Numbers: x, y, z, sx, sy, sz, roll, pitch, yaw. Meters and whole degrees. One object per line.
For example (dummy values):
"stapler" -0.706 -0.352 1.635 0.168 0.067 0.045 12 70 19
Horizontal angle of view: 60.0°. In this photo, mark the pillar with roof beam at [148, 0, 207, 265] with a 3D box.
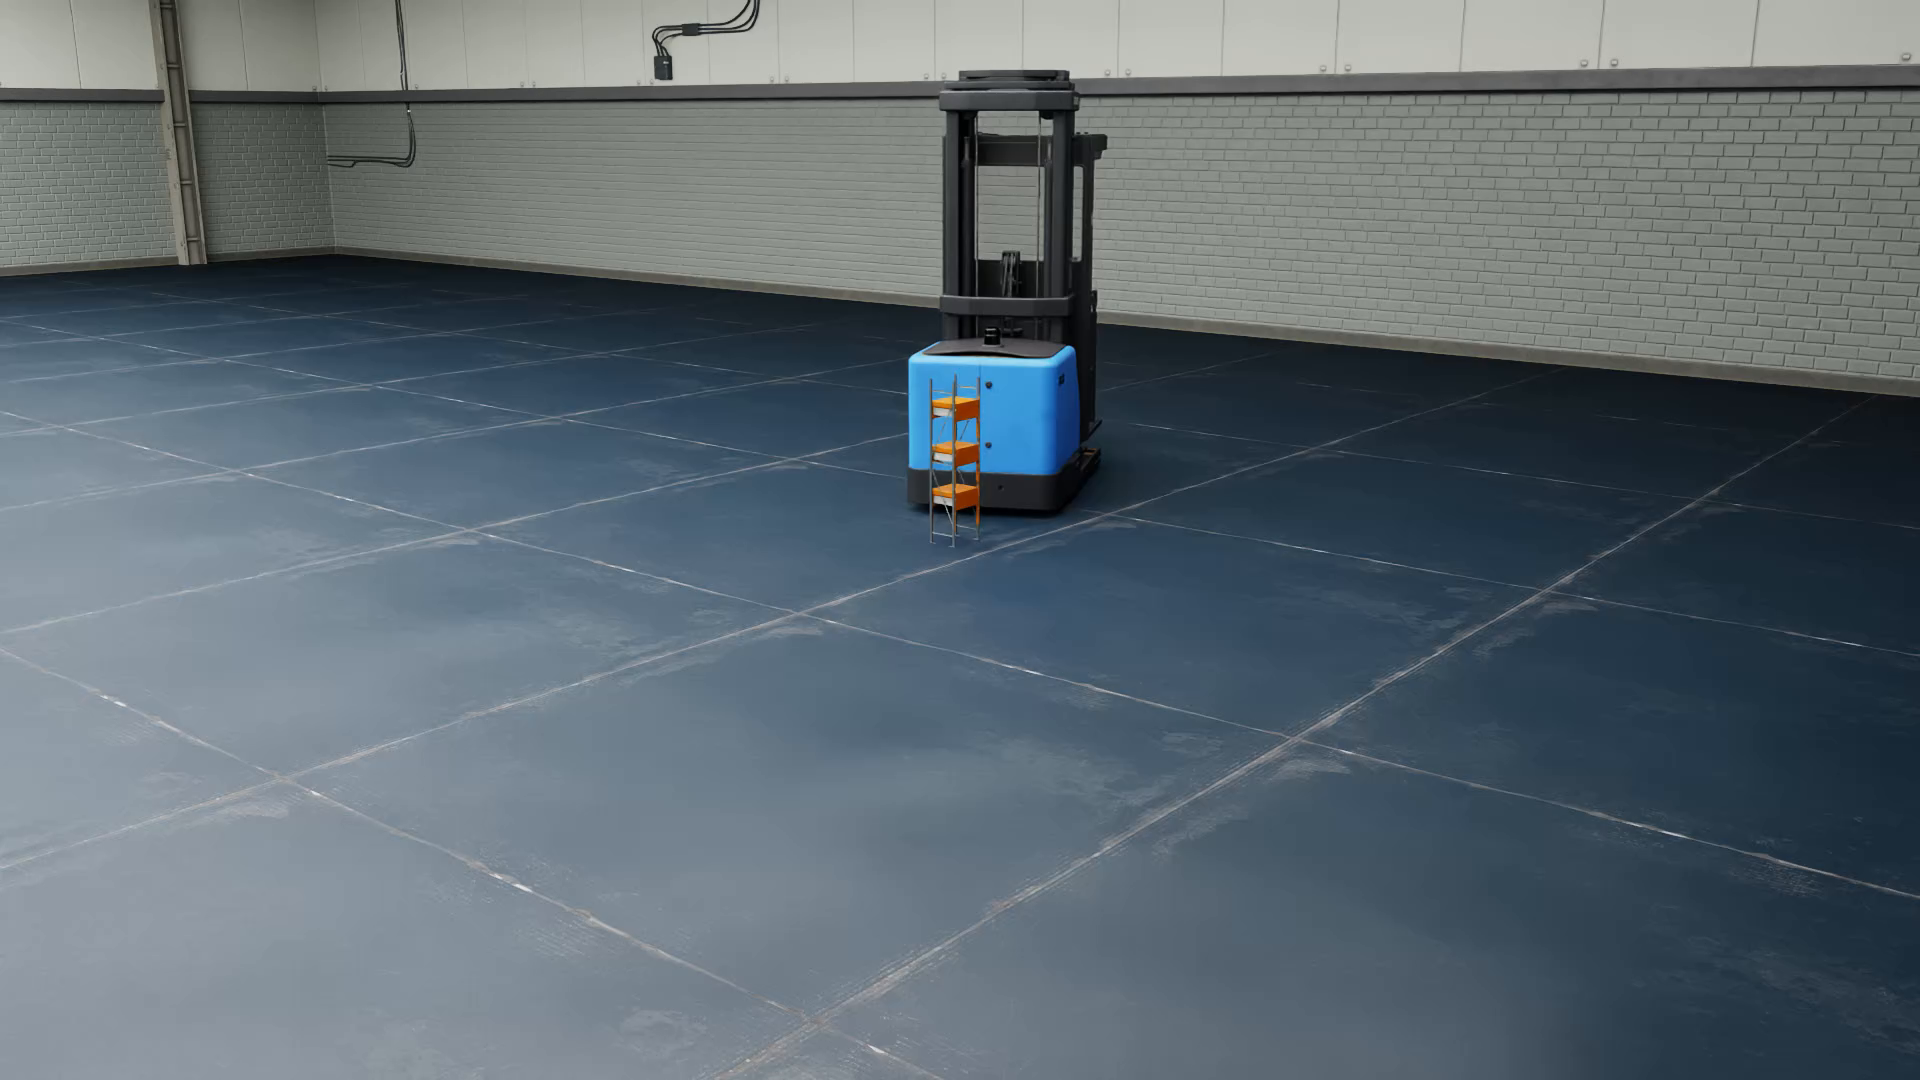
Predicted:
"pillar with roof beam" -10.791 -8.783 26.921 9.100 9.000 0.400 11 18 38

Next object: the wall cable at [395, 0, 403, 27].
"wall cable" -9.156 -10.333 29.071 3.097 2.526 0.112 11 18 38

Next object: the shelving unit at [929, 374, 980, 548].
"shelving unit" -0.034 -0.499 10.453 0.215 1.050 0.252 11 18 38

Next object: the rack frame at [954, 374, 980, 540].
"rack frame" 0.043 -0.522 10.545 0.200 1.050 0.008 11 18 38

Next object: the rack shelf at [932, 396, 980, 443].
"rack shelf" -0.034 -0.763 10.386 0.215 0.259 0.240 11 18 38

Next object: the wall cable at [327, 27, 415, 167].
"wall cable" -11.260 -8.304 31.341 3.097 2.526 0.112 11 18 38

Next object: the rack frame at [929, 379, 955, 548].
"rack frame" -0.110 -0.475 10.361 0.200 1.050 0.008 11 18 38

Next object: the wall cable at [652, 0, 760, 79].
"wall cable" -3.886 -9.985 24.745 2.305 6.003 0.169 11 18 38

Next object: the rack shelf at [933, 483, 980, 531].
"rack shelf" -0.034 -0.219 10.524 0.215 0.259 0.240 11 18 38

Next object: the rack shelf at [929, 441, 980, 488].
"rack shelf" -0.034 -0.488 10.456 0.215 0.259 0.240 11 18 38

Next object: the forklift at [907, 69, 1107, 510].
"forklift" 0.468 -1.937 12.293 1.130 2.935 3.031 3 15 13
